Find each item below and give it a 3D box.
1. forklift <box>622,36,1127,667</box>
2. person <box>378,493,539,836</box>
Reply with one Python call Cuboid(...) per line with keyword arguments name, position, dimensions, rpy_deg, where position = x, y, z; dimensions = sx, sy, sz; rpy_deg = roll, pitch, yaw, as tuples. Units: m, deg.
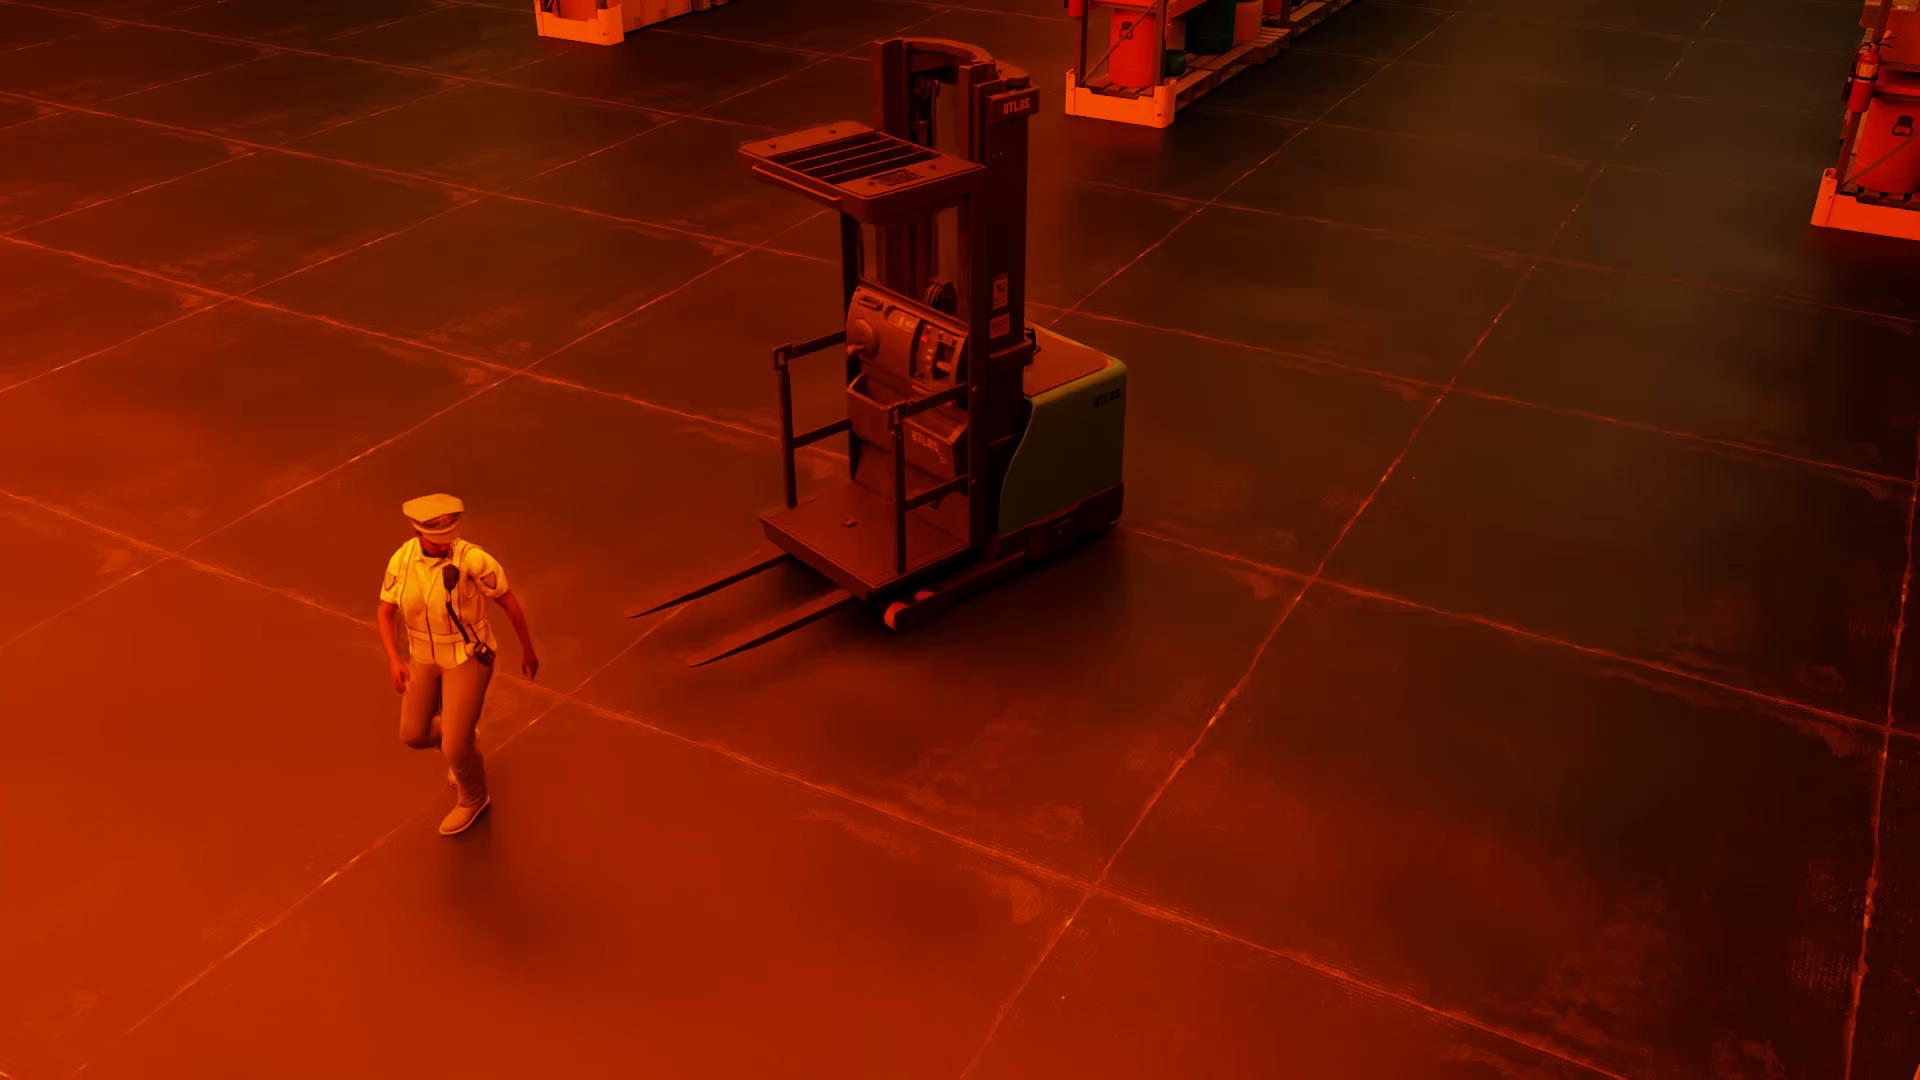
Cuboid(name="forklift", position=(-0.452, -1.060, 8.908), dimensions=(3.031, 2.935, 1.130), rpy_deg=(-24, 38, -35))
Cuboid(name="person", position=(-2.259, 0.556, 7.438), dimensions=(0.631, 1.615, 0.554), rpy_deg=(10, 32, 17))
